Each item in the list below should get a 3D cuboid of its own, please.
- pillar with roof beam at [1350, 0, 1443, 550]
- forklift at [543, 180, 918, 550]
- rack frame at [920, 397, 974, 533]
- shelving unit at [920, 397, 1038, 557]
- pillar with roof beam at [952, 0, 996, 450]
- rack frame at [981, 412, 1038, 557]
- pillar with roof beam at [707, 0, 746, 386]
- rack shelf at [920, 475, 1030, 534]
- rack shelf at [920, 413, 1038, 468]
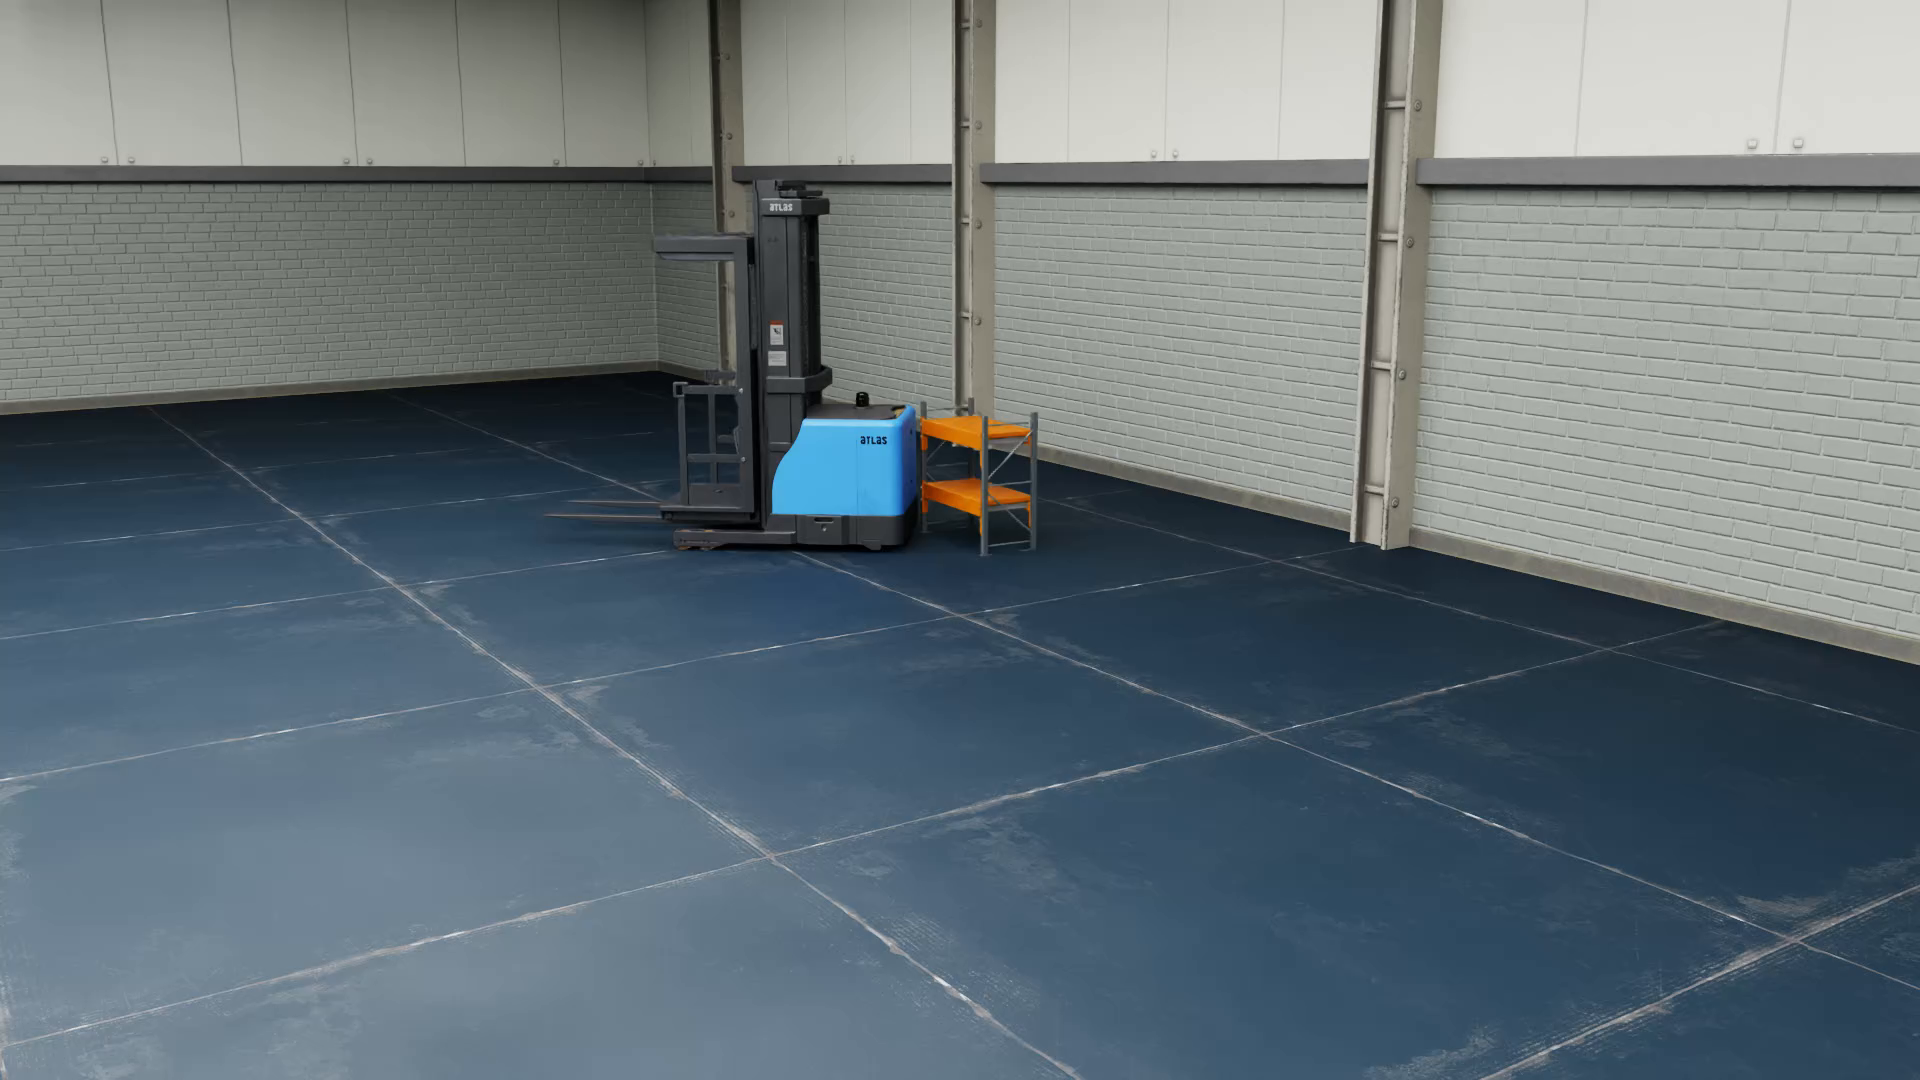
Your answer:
[{"bbox_3d":[-0.113,-3.859,10.445,9.100,9.000,0.400,-8,15,-33],"label":"pillar with roof beam"},{"bbox_3d":[-1.910,-1.458,13.668,3.031,2.935,1.130,1,12,5],"label":"forklift"},{"bbox_3d":[-0.105,-0.633,14.125,0.500,1.125,0.032,-7,14,-29],"label":"rack frame"},{"bbox_3d":[0.144,-0.539,13.692,0.538,1.125,1.048,-7,14,-29],"label":"shelving unit"},{"bbox_3d":[-3.437,-4.926,15.325,9.100,9.000,0.400,-8,15,-33],"label":"pillar with roof beam"},{"bbox_3d":[0.393,-0.444,13.260,0.500,1.125,0.032,-7,14,-29],"label":"rack frame"},{"bbox_3d":[-6.762,-5.993,20.205,9.100,9.000,0.400,-8,15,-33],"label":"pillar with roof beam"},{"bbox_3d":[0.144,-0.300,13.745,0.538,0.278,1.000,-7,14,-29],"label":"rack shelf"},{"bbox_3d":[0.144,-0.825,13.630,0.538,0.278,1.000,-7,14,-29],"label":"rack shelf"}]
